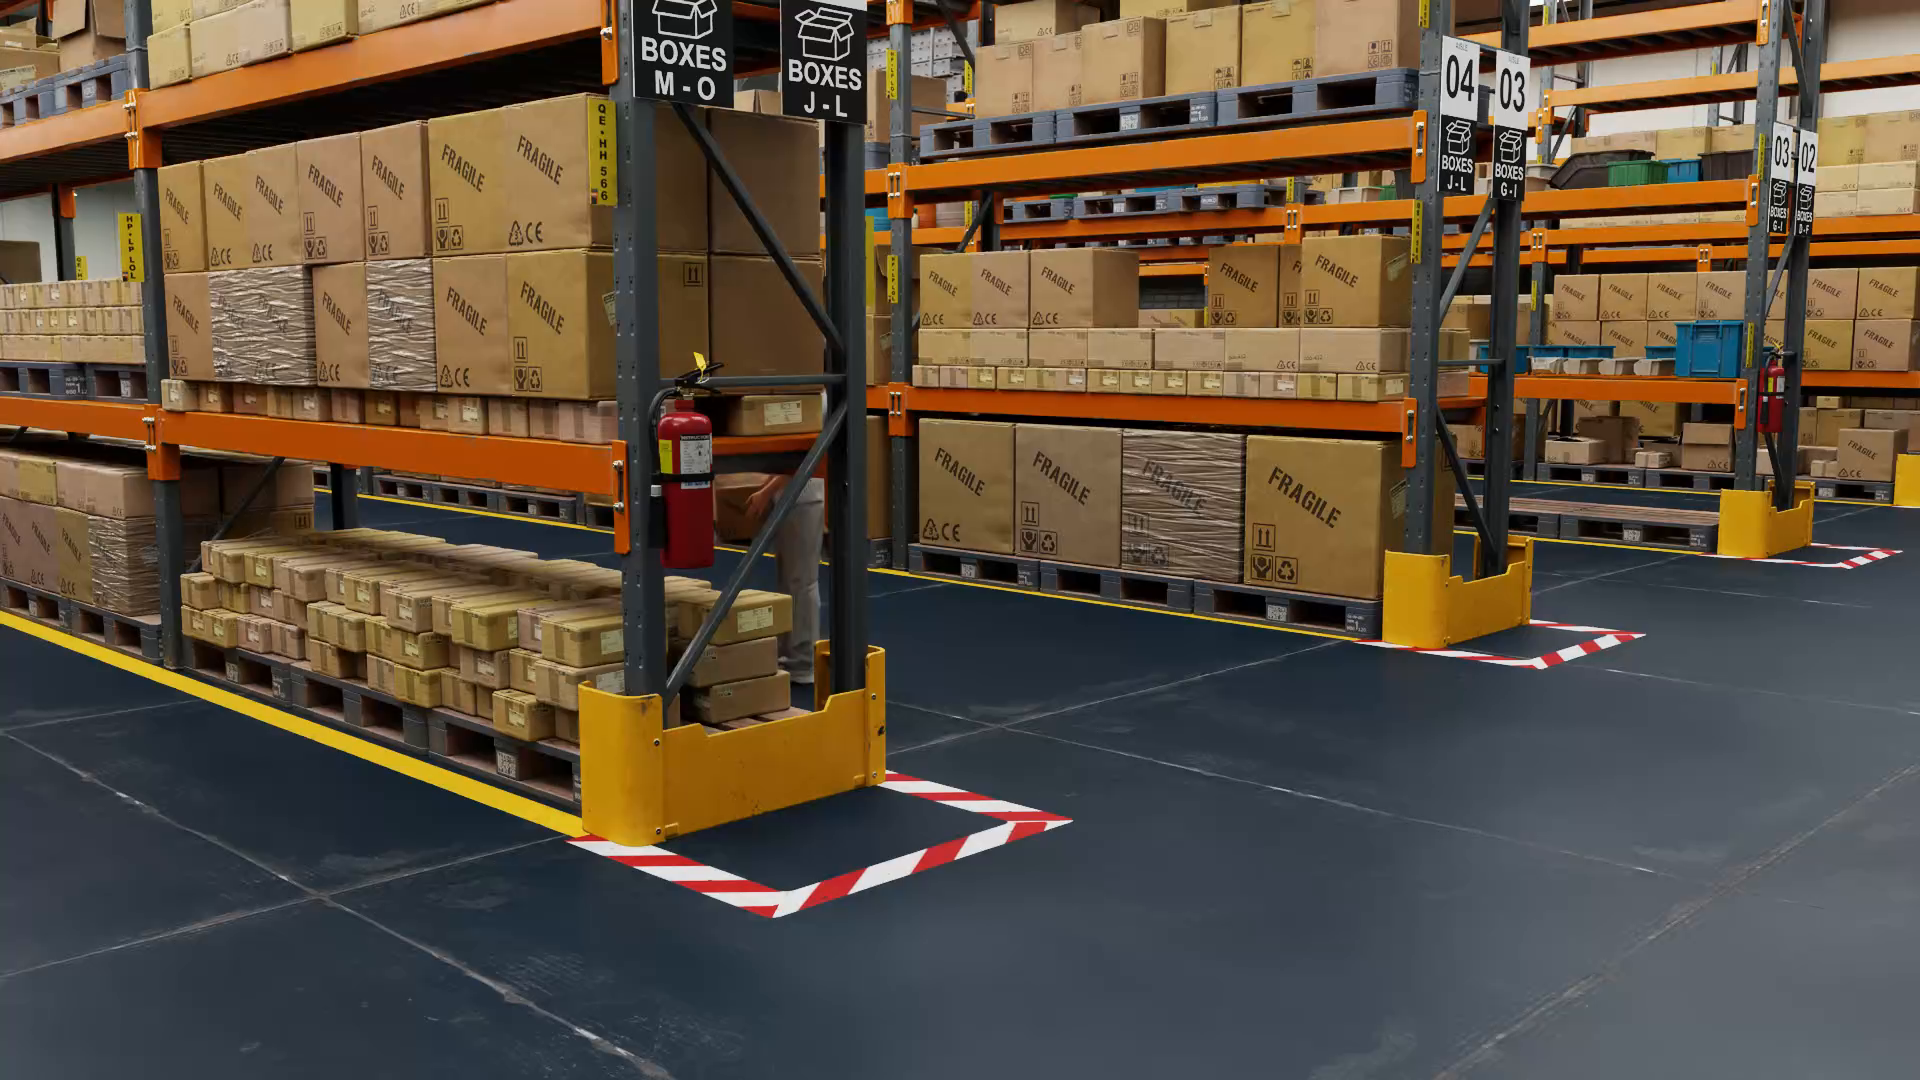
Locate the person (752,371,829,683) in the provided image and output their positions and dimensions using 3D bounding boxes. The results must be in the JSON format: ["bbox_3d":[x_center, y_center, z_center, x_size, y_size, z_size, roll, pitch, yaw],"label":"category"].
[{"bbox_3d":[-0.834,-0.162,7.888,0.510,1.684,0.453,4,8,29],"label":"person"}]
